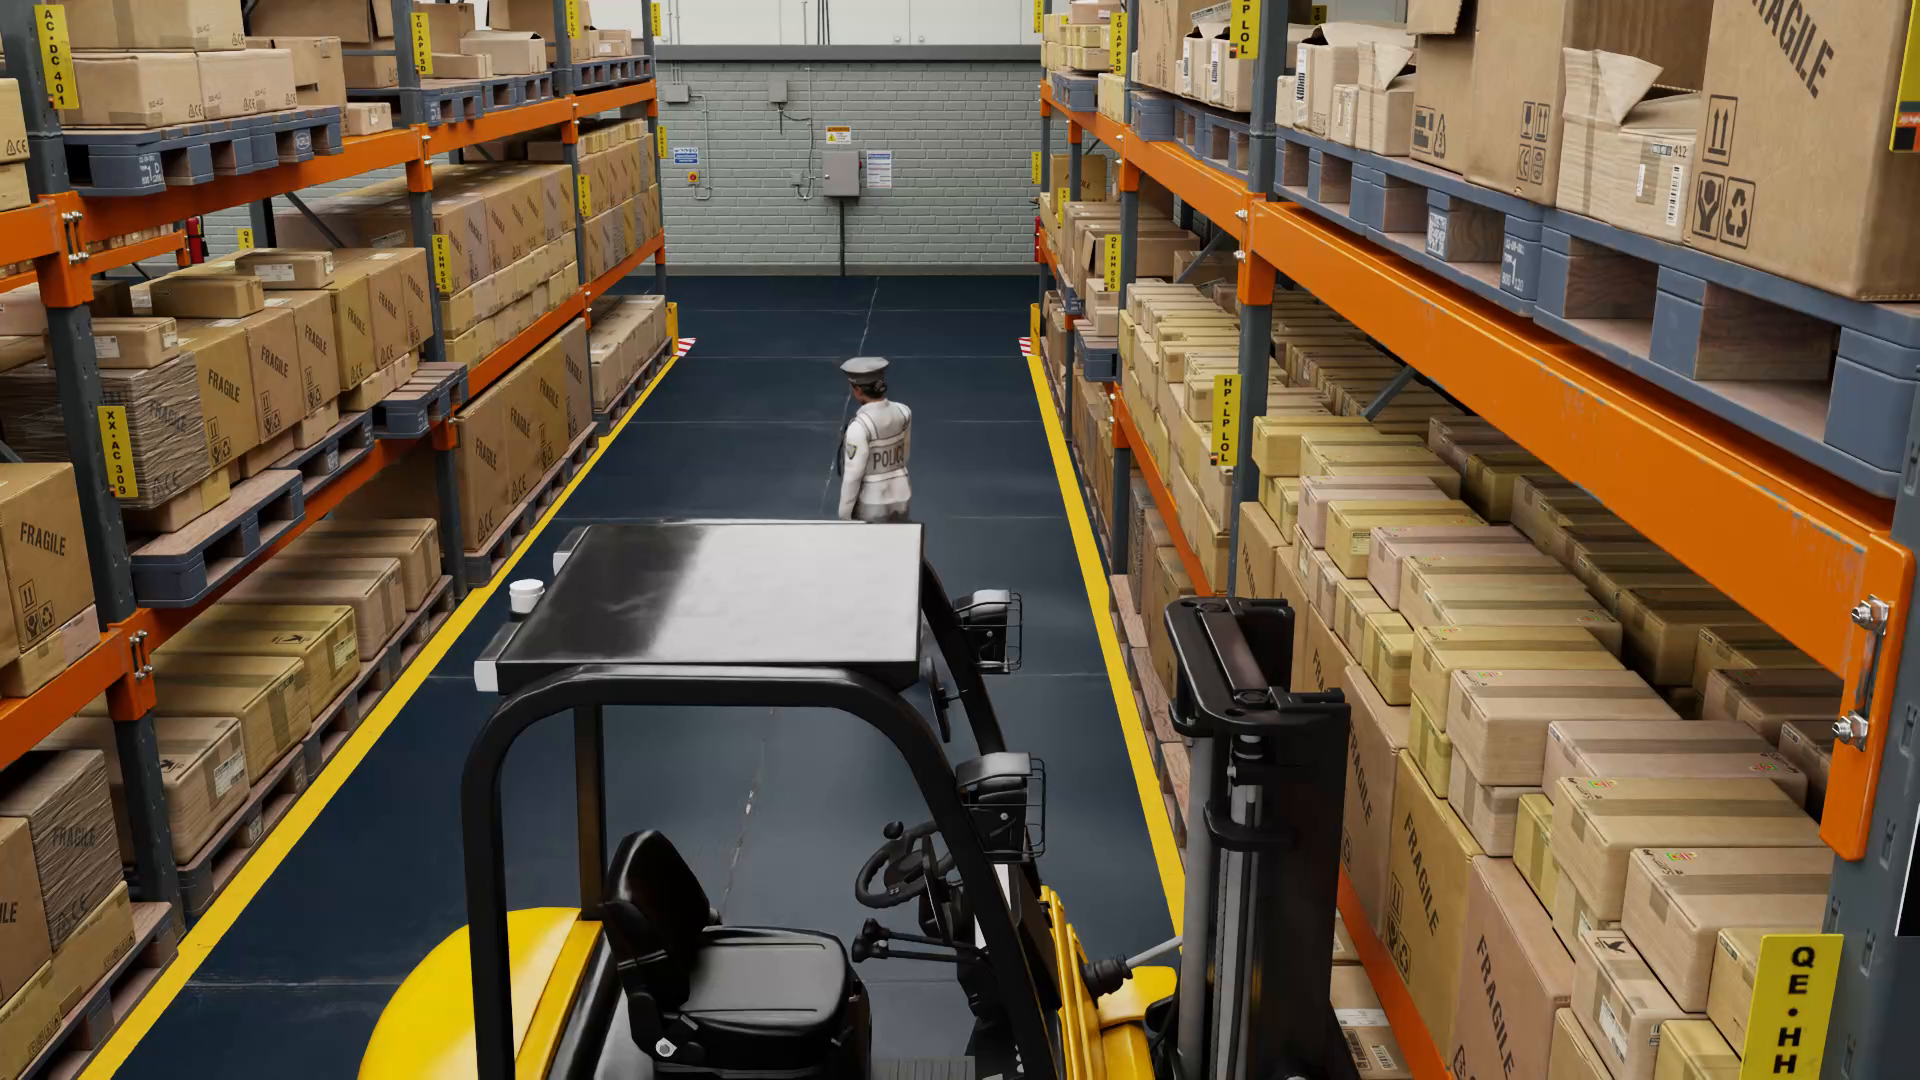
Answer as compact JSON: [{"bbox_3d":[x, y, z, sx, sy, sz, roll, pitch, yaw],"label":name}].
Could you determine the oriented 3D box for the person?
[{"bbox_3d":[-0.425,-0.161,9.015,0.625,1.657,0.512,16,23,42],"label":"person"}]
